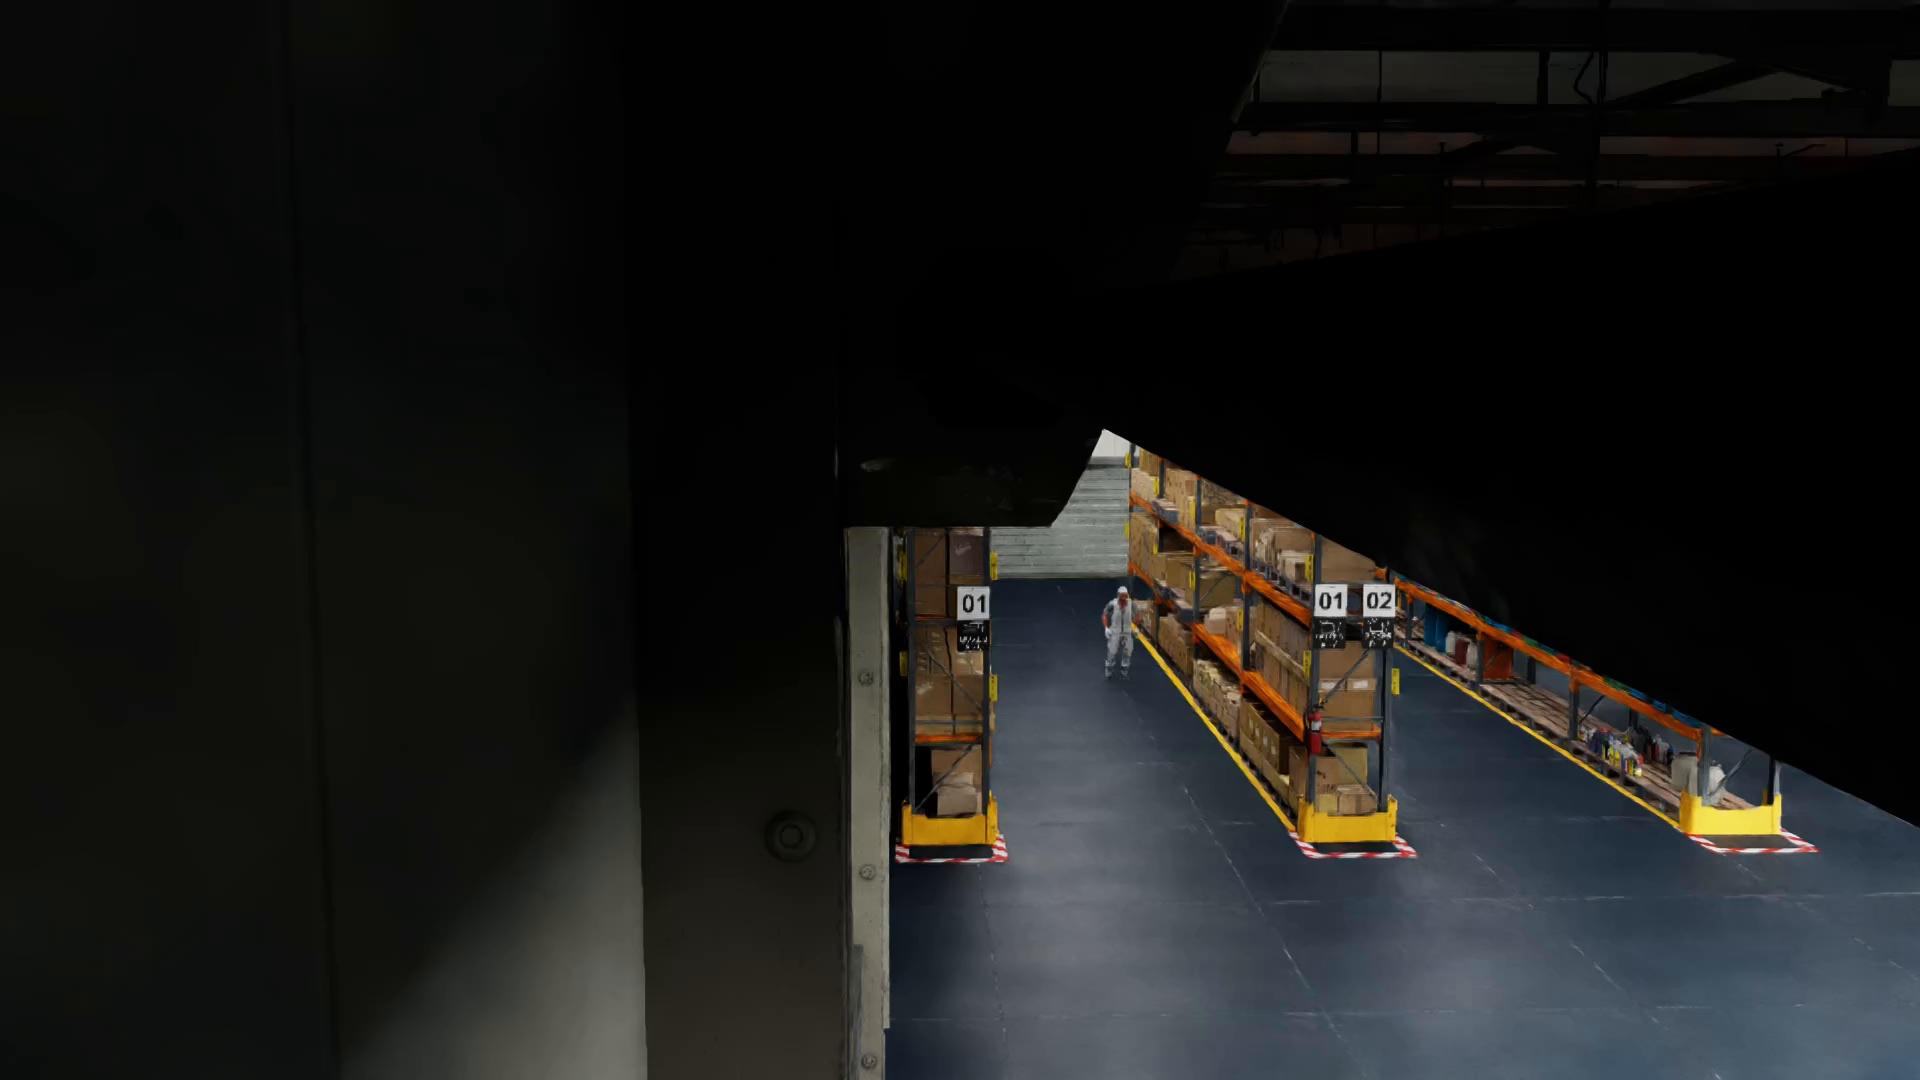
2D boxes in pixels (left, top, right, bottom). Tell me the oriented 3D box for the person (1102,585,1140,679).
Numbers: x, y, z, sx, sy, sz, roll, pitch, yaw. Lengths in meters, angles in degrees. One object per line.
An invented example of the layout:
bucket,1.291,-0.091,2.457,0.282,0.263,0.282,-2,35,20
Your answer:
person,2.887,1.659,29.849,0.677,1.742,0.547,0,7,-4
